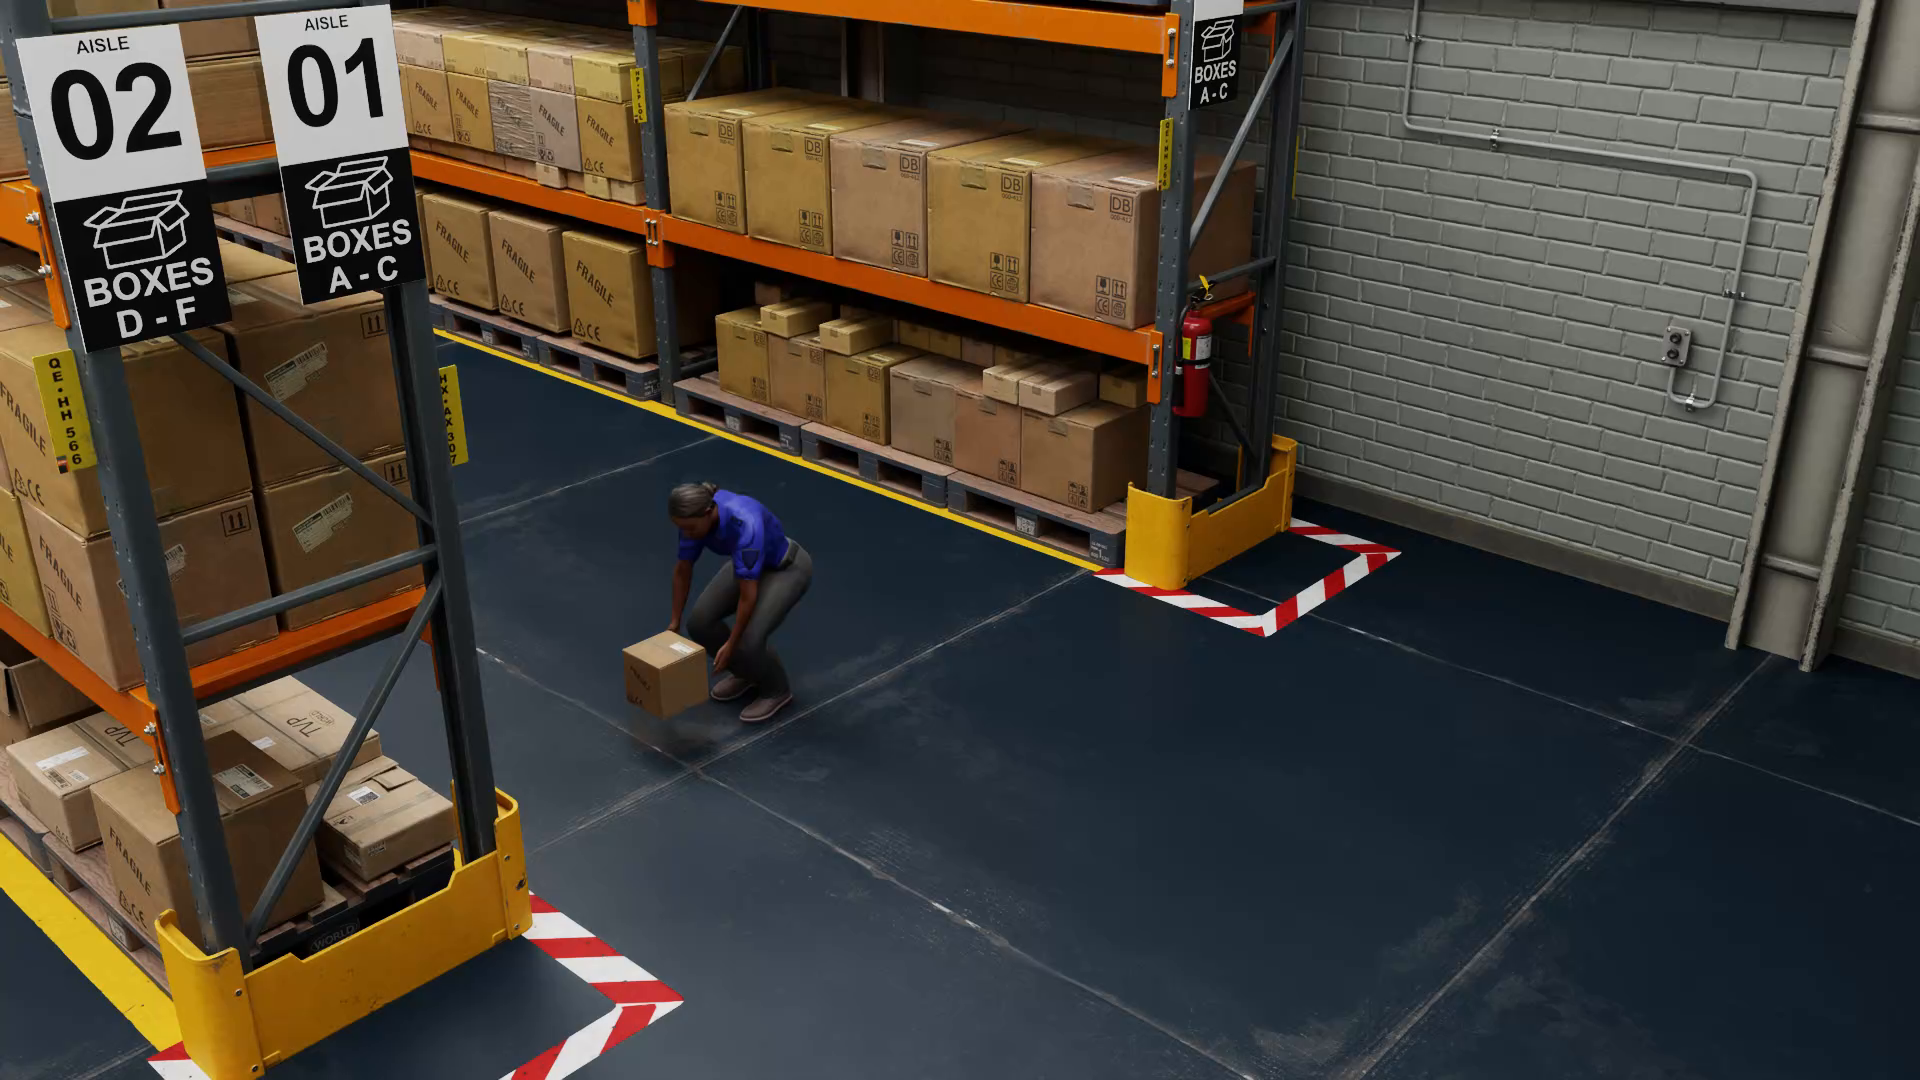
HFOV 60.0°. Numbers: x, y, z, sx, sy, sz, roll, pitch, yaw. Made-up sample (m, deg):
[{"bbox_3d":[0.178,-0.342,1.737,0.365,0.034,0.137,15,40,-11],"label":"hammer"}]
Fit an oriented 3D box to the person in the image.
[{"bbox_3d":[-0.944,0.220,7.224,0.500,1.168,0.726,20,31,38],"label":"person"}]
